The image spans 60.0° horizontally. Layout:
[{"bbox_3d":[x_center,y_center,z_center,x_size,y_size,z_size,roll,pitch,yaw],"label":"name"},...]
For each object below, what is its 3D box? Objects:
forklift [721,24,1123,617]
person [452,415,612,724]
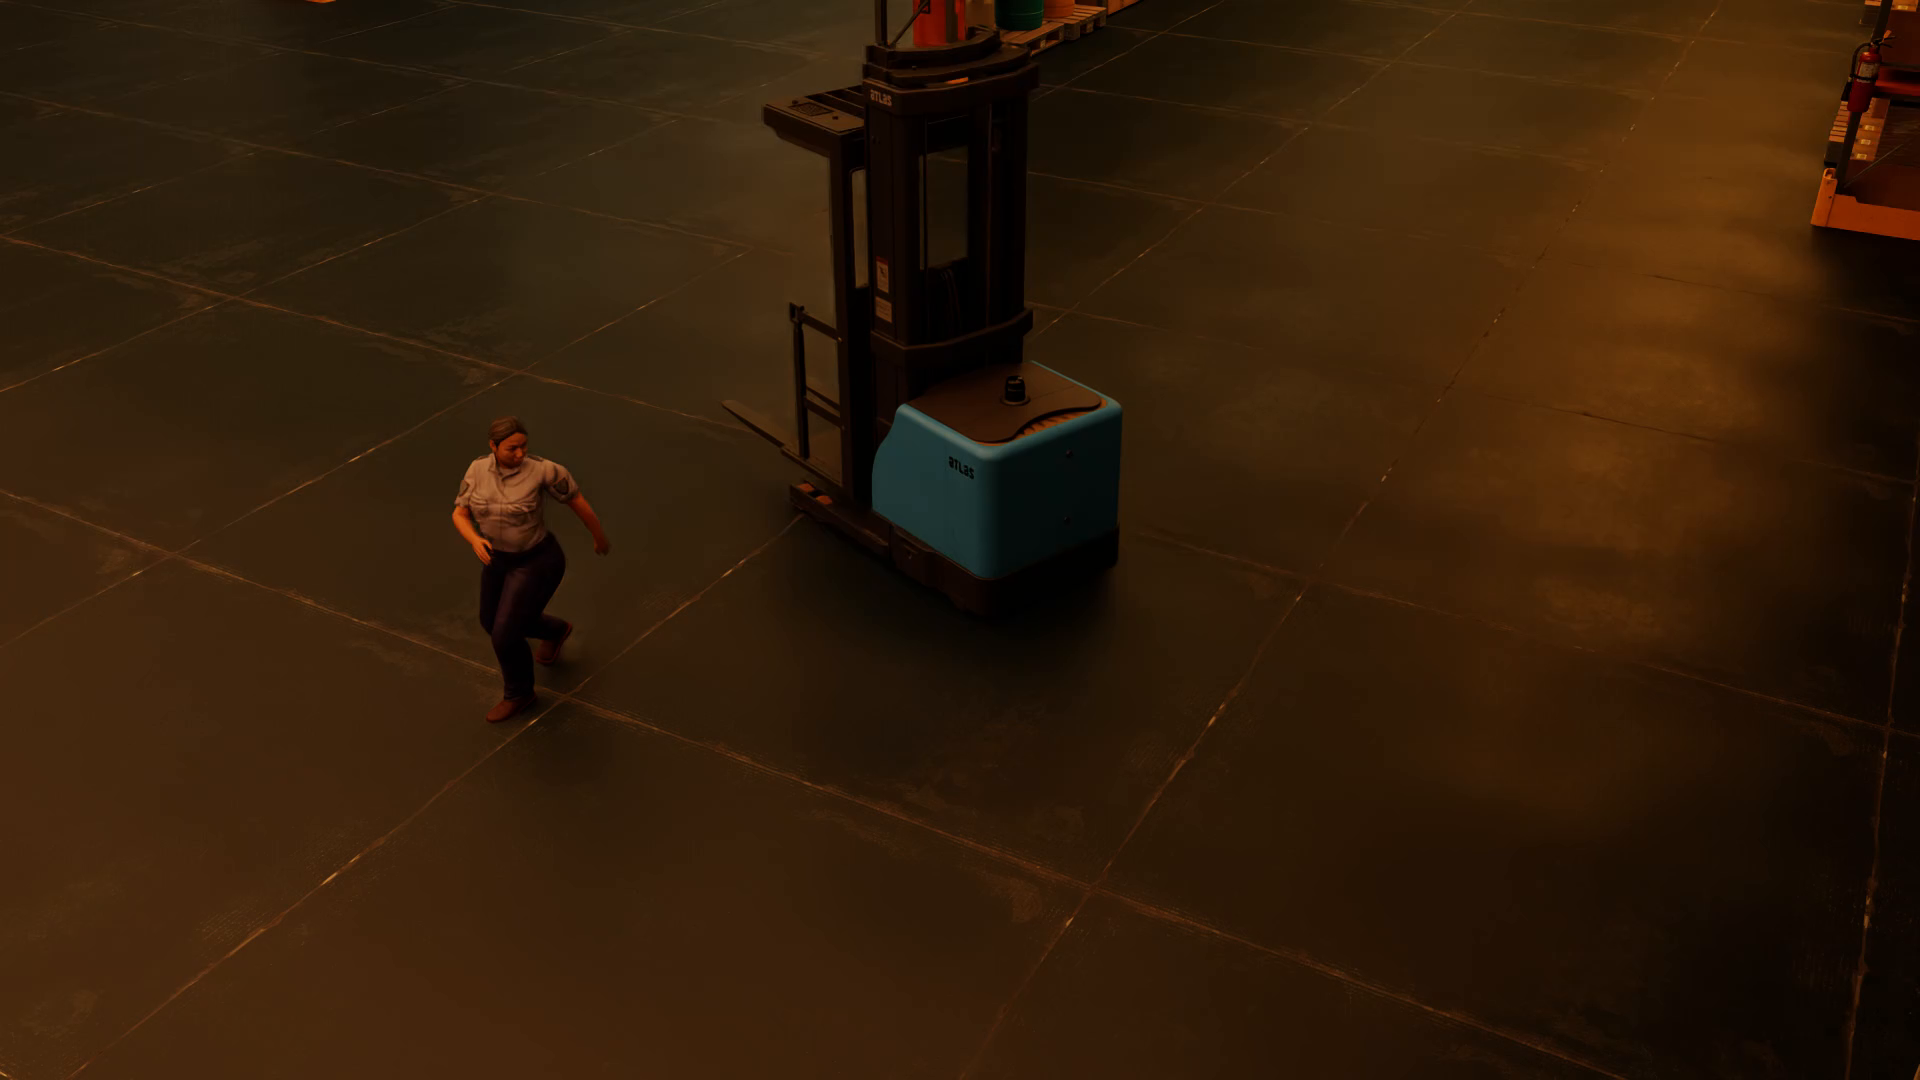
[{"bbox_3d":[-0.398,-1.517,9.699,1.130,2.935,3.031,-22,37,-33],"label":"forklift"},{"bbox_3d":[-2.179,0.094,8.296,0.533,1.574,0.776,18,34,28],"label":"person"}]
